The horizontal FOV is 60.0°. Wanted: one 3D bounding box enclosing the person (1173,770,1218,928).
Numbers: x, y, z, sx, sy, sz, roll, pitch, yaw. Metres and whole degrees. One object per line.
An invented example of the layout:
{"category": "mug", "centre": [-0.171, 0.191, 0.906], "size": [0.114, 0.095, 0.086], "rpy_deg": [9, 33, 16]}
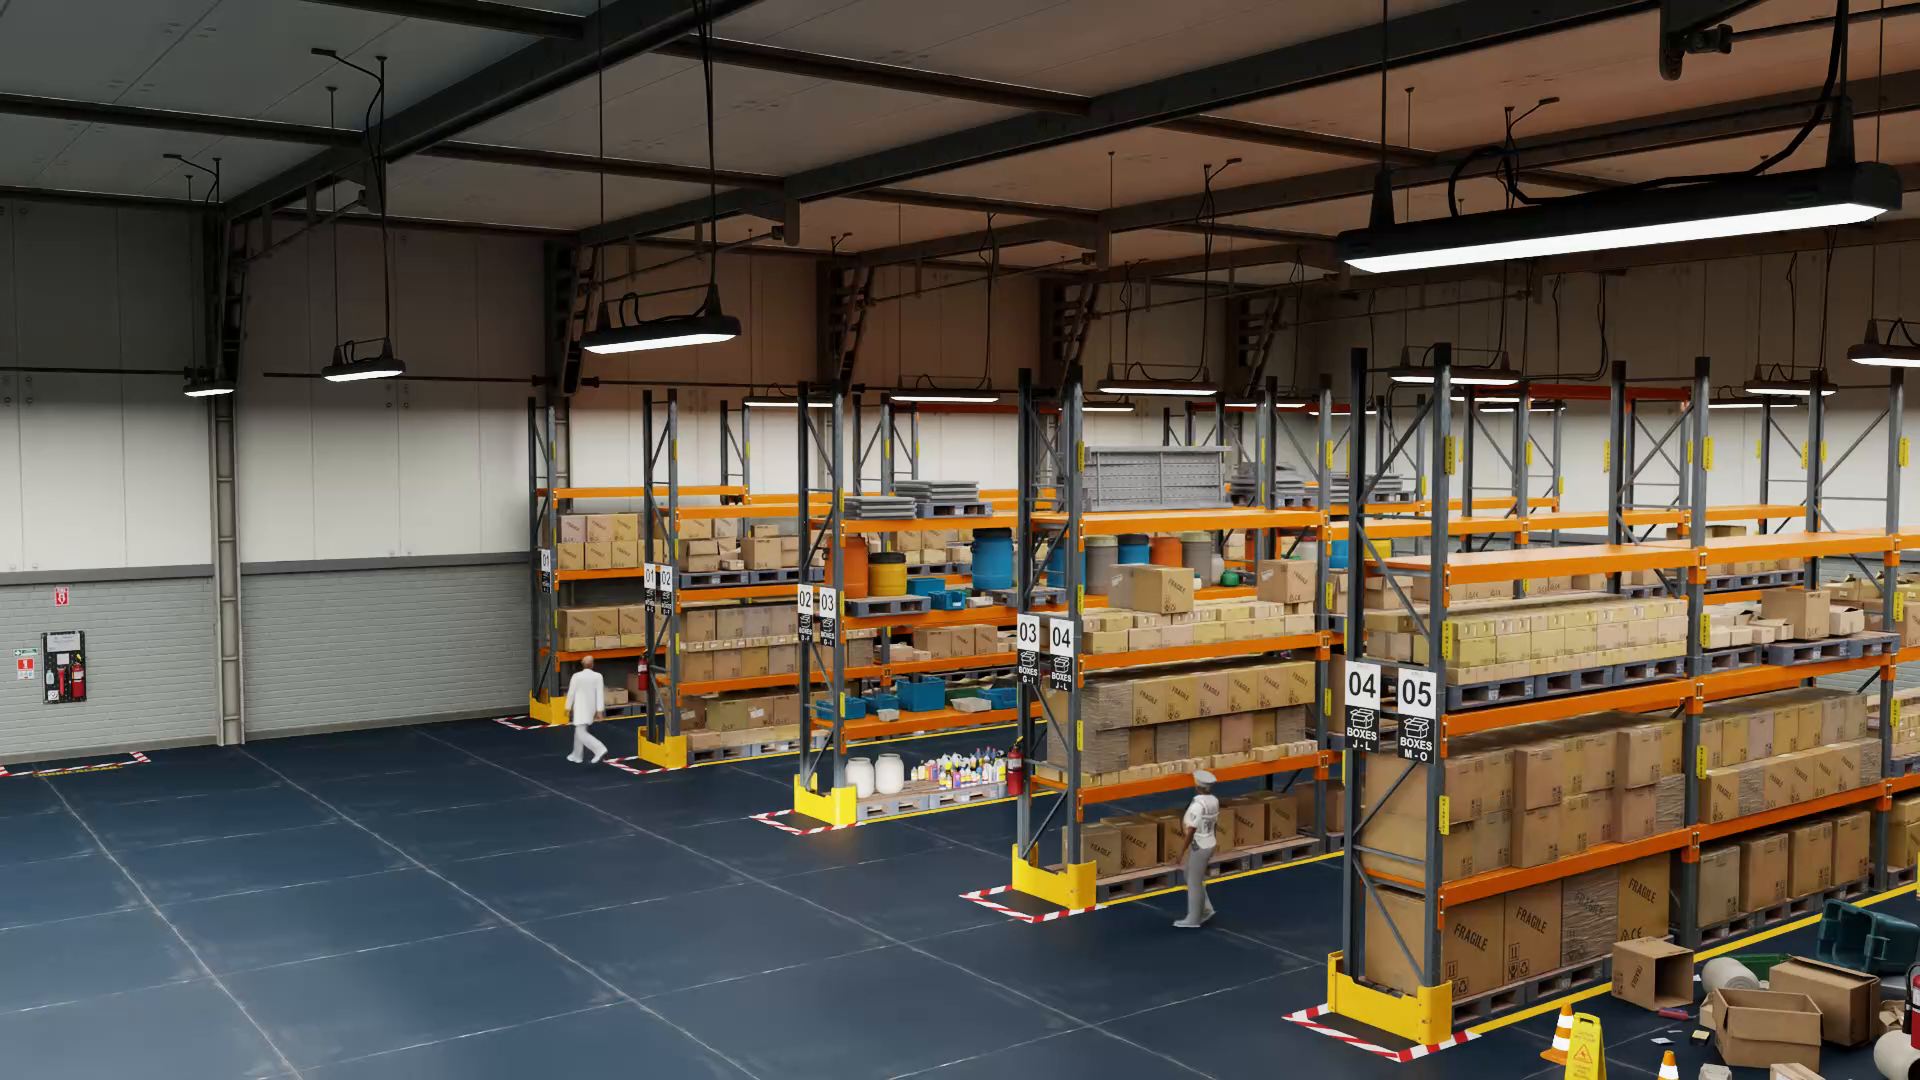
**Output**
{"category": "person", "centre": [2.504, 3.302, 17.671], "size": [0.450, 1.714, 0.489], "rpy_deg": [1, 4, 20]}

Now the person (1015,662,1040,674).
{"category": "person", "centre": [1.449, 1.966, 35.194], "size": [0.568, 1.779, 0.625], "rpy_deg": [-2, 4, -34]}

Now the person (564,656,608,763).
{"category": "person", "centre": [-5.981, 2.720, 26.592], "size": [0.998, 1.747, 0.518], "rpy_deg": [2, 4, 27]}
